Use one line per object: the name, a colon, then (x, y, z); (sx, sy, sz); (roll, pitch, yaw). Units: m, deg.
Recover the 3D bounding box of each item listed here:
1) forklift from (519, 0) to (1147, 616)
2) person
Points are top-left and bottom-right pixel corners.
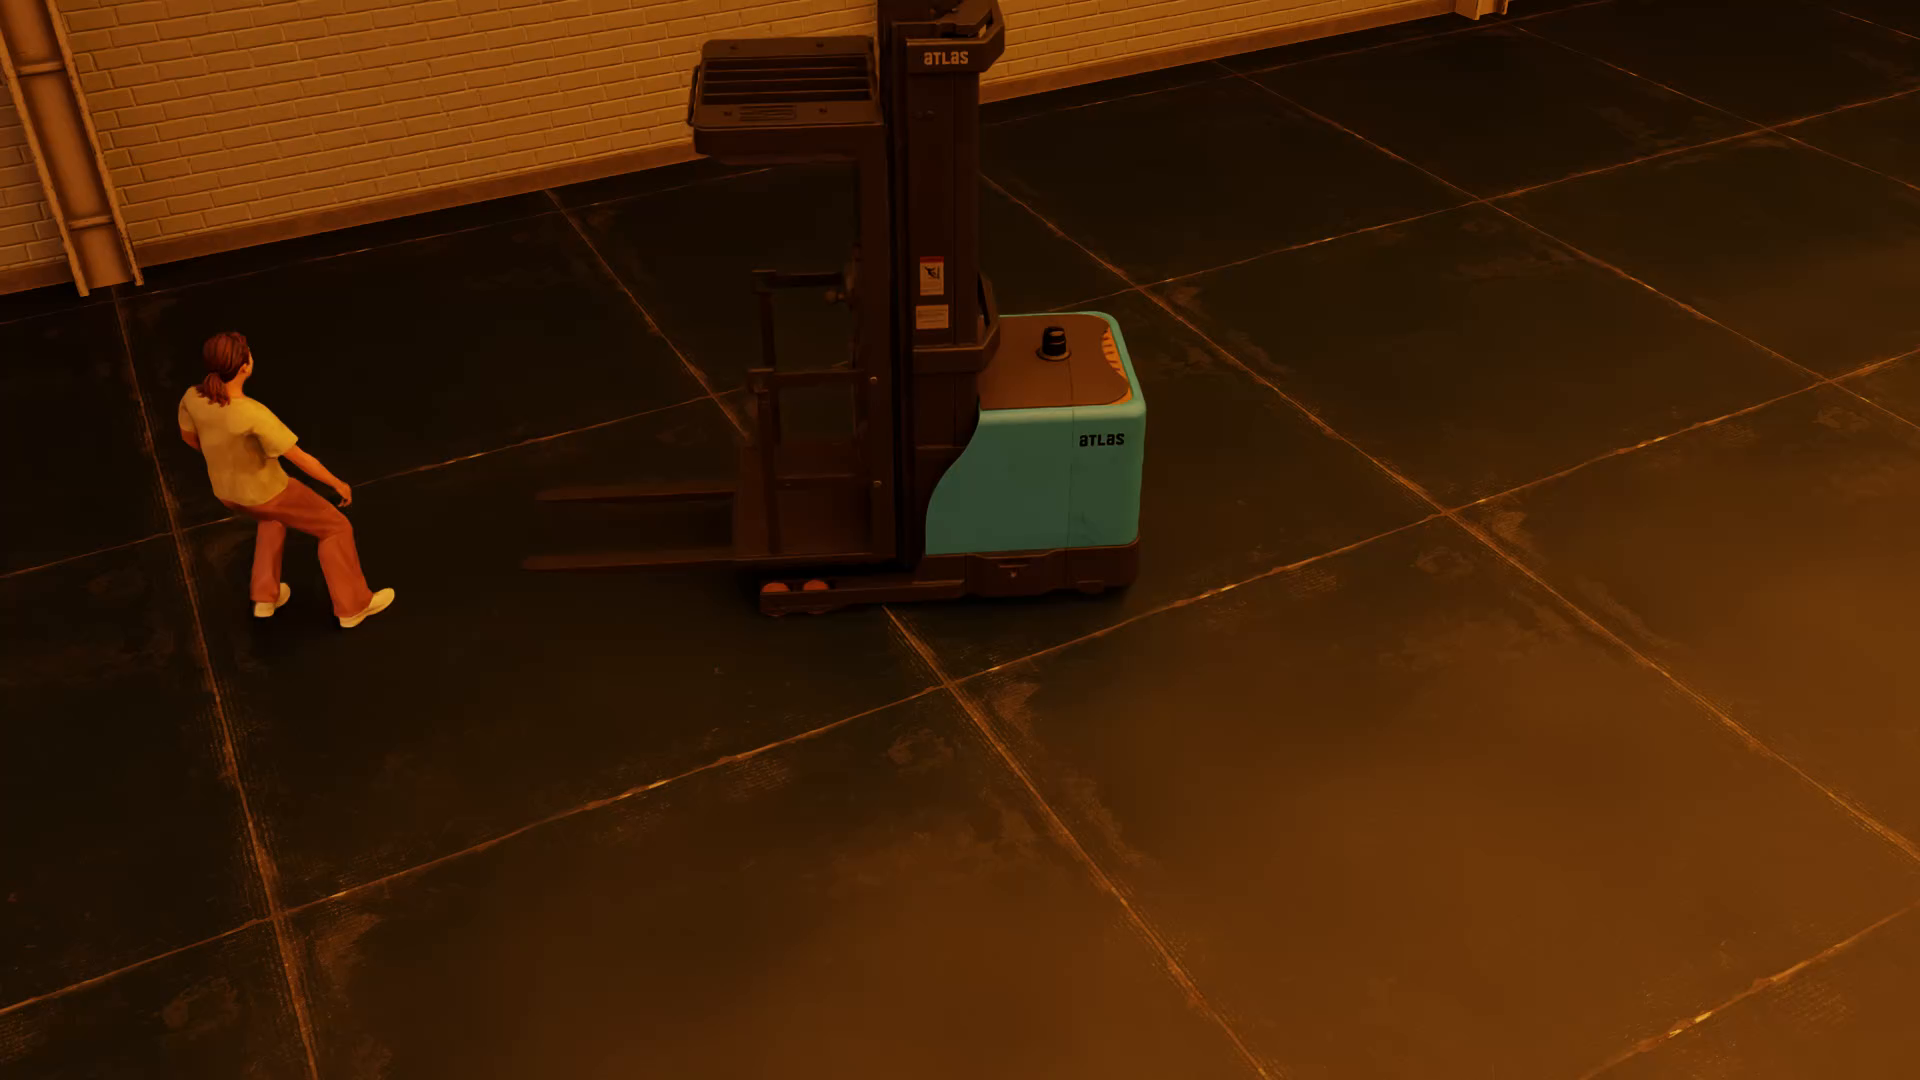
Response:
forklift: (-0.662, -1.142, 7.739); (3.031, 2.935, 1.130); (-3, 35, -4)
person: (-3.171, -0.283, 7.680); (0.701, 1.593, 0.524); (12, 37, 17)
